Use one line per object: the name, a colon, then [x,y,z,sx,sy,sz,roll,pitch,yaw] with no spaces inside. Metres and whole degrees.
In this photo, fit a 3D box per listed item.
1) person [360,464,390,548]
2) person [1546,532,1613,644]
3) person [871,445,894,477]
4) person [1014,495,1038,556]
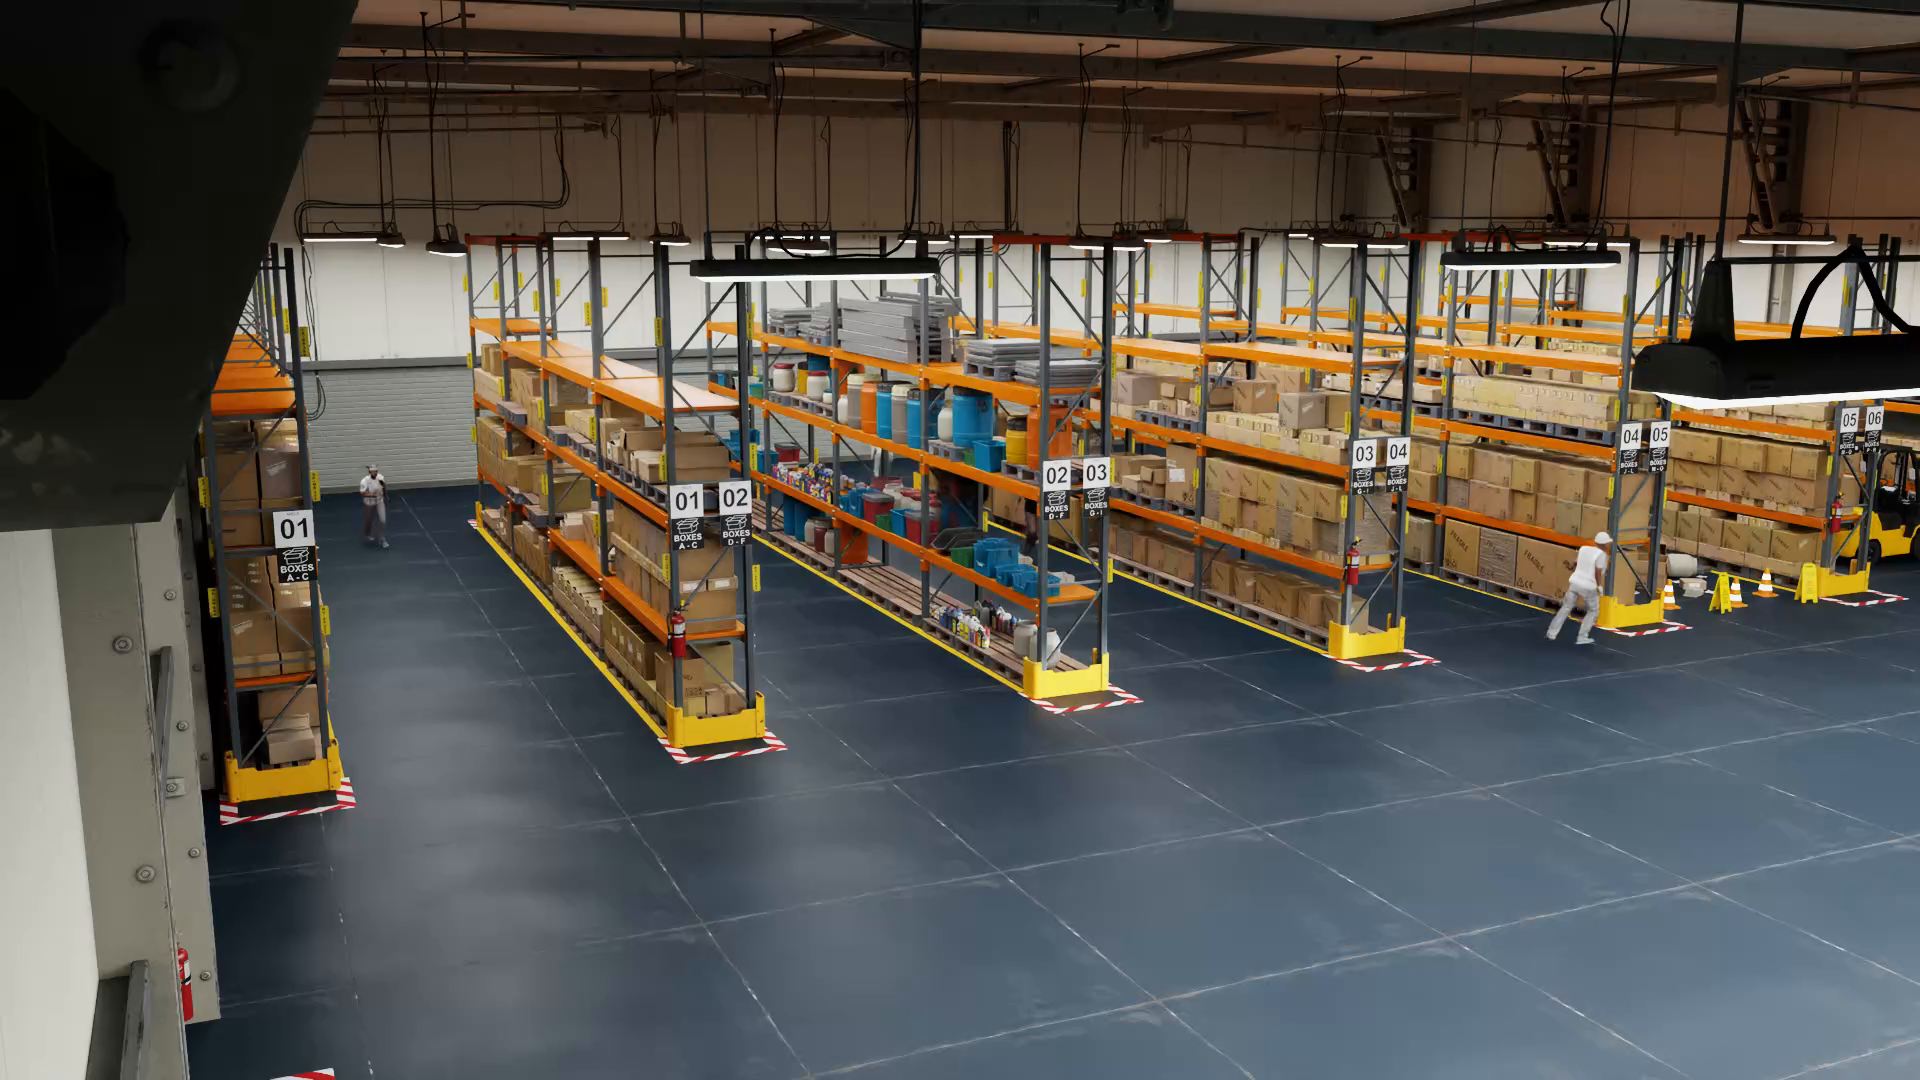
person: [-11.419,-0.694,32.416,0.589,1.652,0.953,-7,13,-33]
person: [9.352,0.721,24.992,0.893,1.699,0.714,-5,12,-26]
person: [-1.840,-1.961,38.943,0.633,1.701,0.484,-1,11,-6]
person: [1.412,-0.487,30.610,0.674,1.603,0.903,-4,12,-18]
